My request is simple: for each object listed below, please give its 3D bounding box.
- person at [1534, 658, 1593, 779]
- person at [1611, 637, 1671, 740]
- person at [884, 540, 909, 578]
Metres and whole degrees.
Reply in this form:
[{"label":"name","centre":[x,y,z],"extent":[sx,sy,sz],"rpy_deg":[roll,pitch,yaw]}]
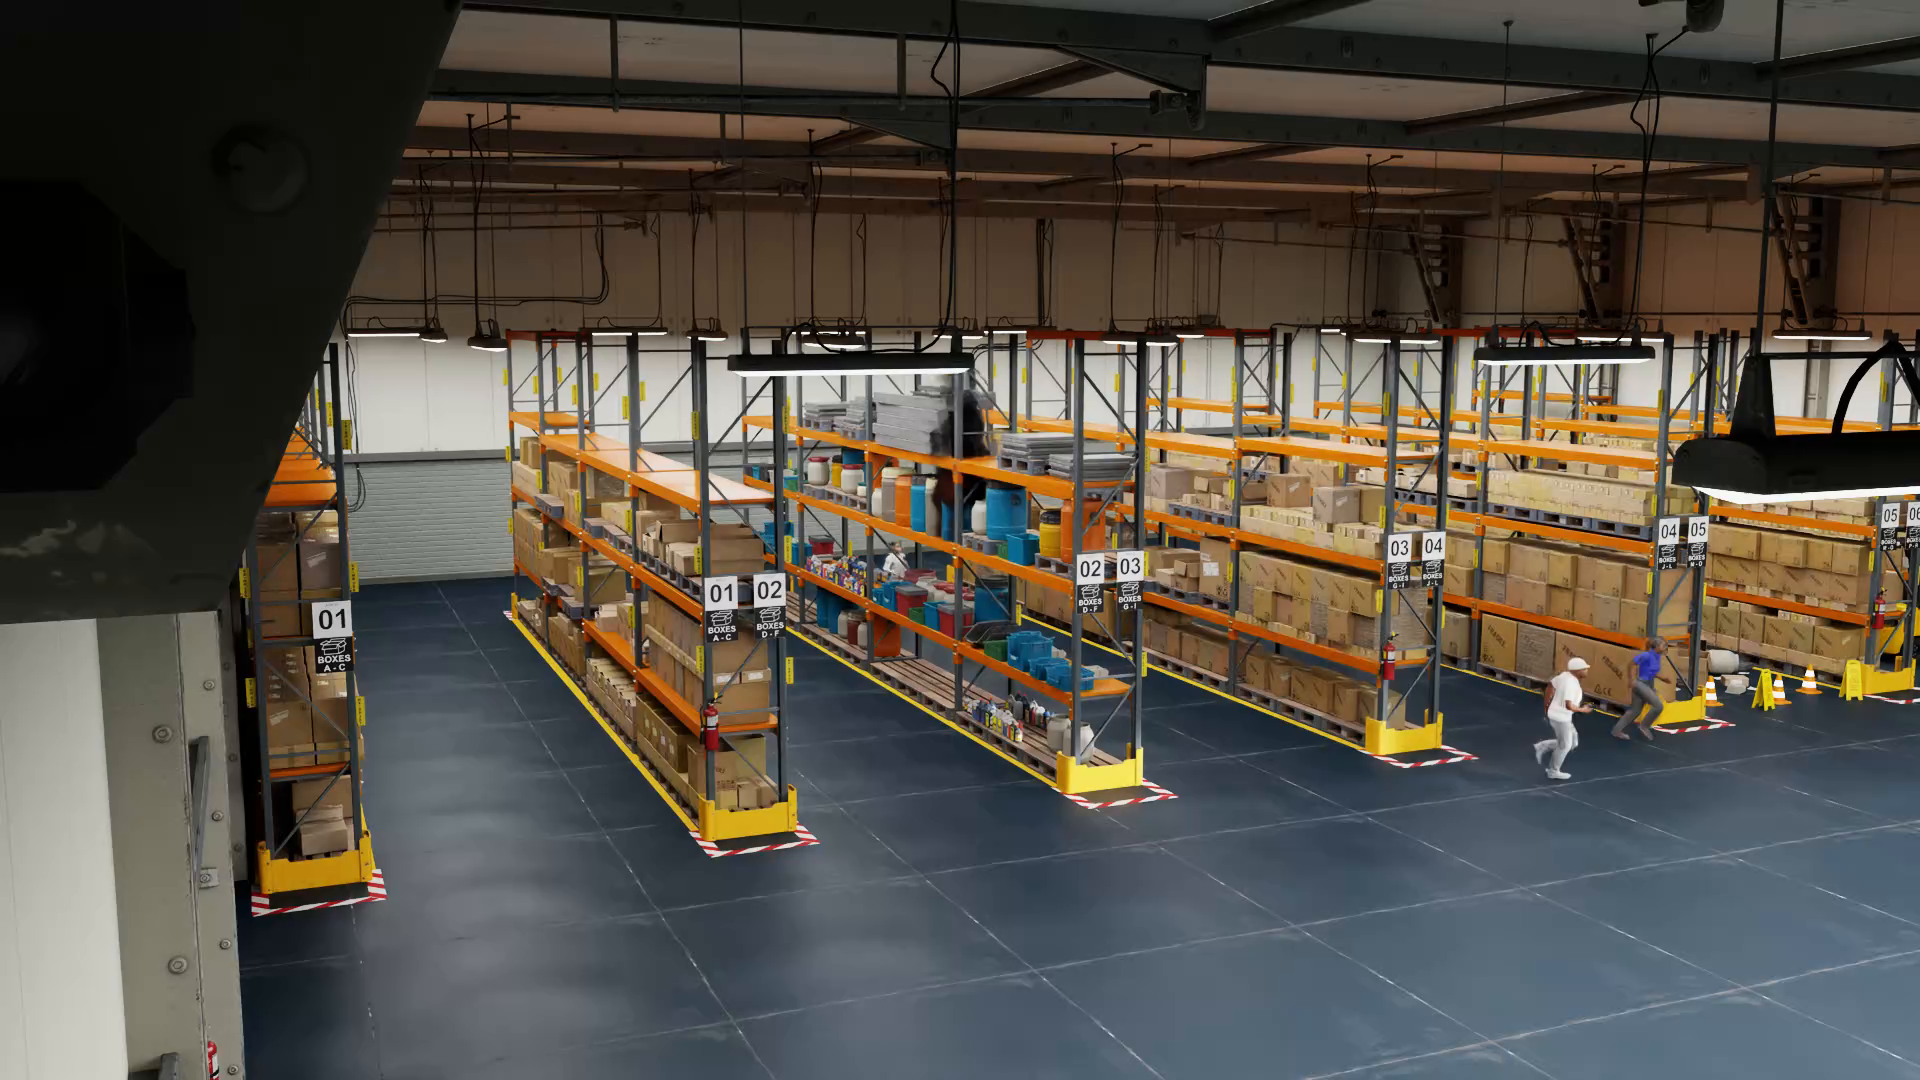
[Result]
[{"label":"person","centre":[8.209,2.431,22.614],"extent":[0.722,1.701,0.673],"rpy_deg":[2,8,17]},{"label":"person","centre":[10.187,2.206,24.810],"extent":[0.784,1.538,0.613],"rpy_deg":[6,10,36]},{"label":"person","centre":[-1.297,0.813,34.555],"extent":[0.625,1.654,0.723],"rpy_deg":[-5,9,-31]}]
